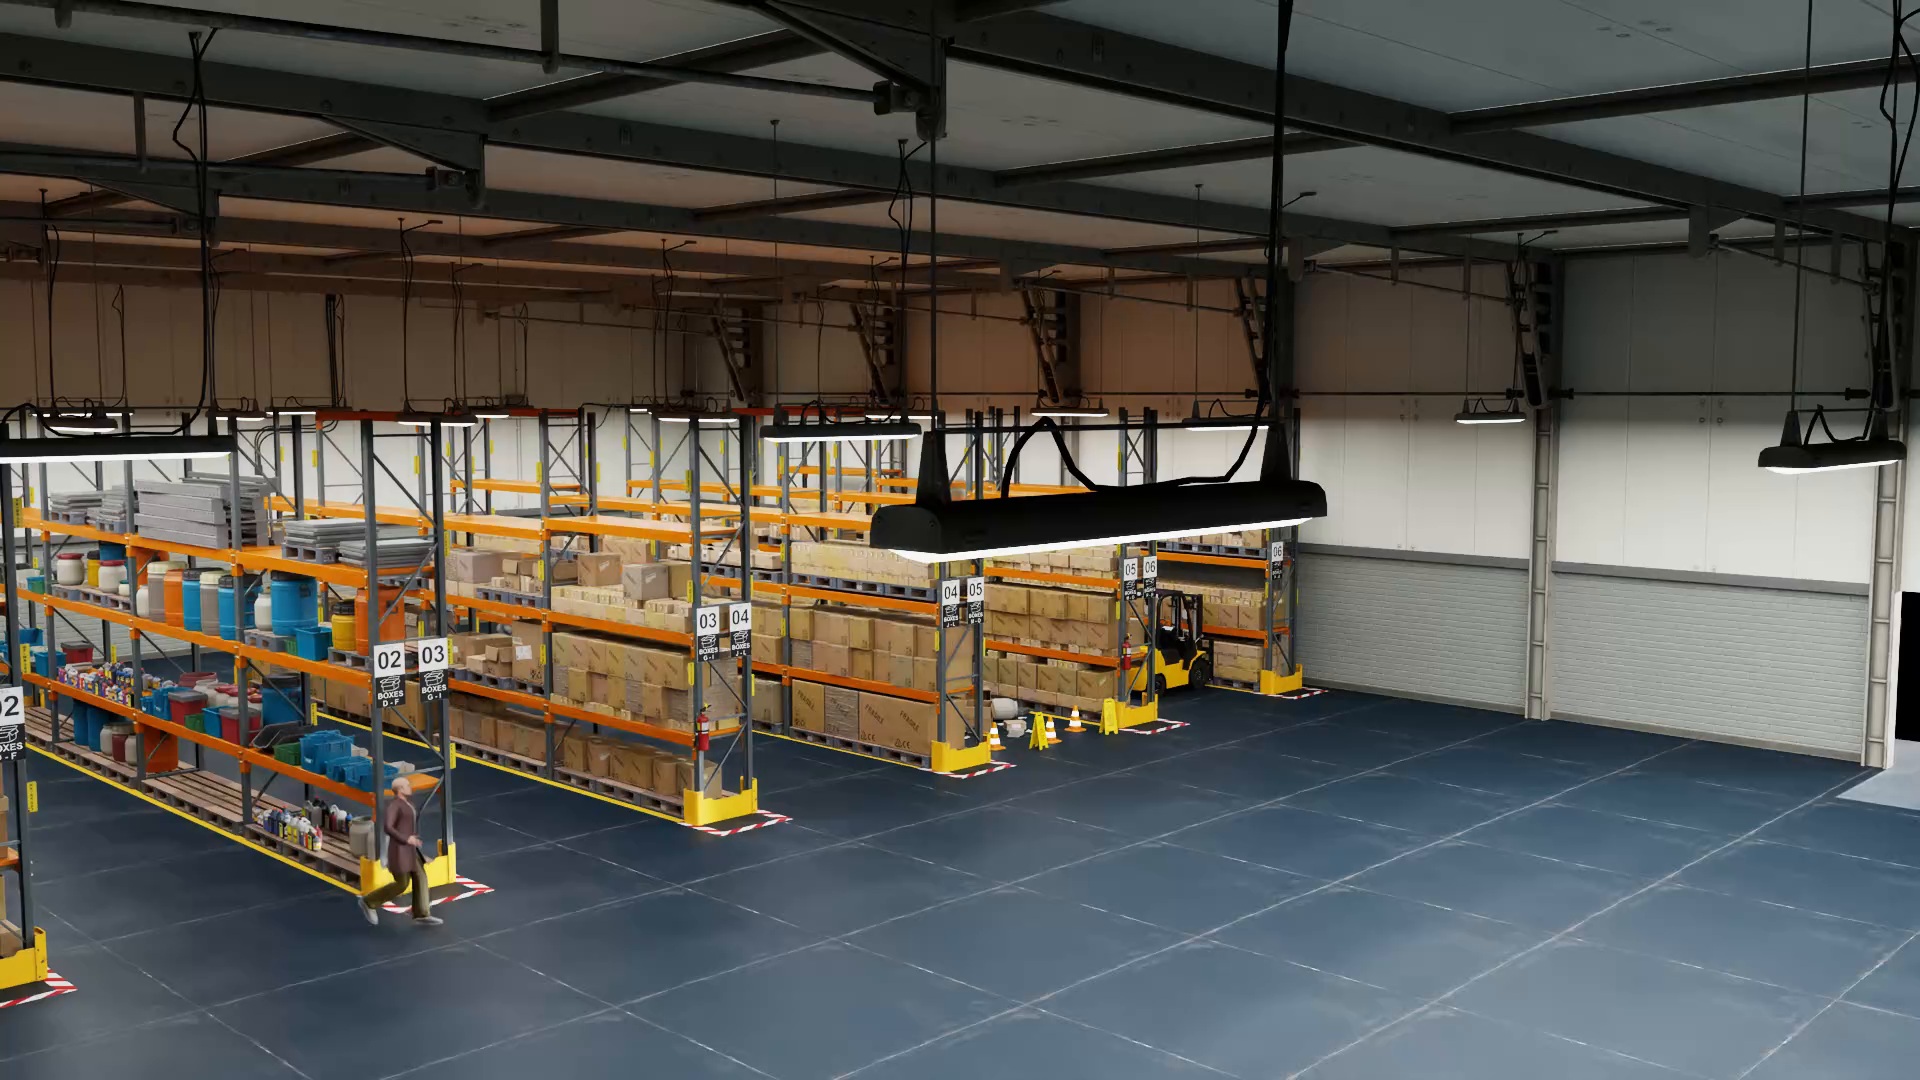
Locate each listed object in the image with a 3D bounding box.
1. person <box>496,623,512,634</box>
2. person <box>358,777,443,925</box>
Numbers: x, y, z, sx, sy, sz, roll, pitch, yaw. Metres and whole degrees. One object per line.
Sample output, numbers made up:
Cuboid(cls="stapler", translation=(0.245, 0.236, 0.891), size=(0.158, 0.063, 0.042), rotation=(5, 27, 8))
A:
Cuboid(cls="person", translation=(-11.249, 1.854, 41.419), size=(0.785, 1.656, 0.563), rotation=(-4, 6, -35))
Cuboid(cls="person", translation=(-6.634, 3.701, 19.845), size=(0.981, 1.726, 0.774), rotation=(0, 5, -3))
